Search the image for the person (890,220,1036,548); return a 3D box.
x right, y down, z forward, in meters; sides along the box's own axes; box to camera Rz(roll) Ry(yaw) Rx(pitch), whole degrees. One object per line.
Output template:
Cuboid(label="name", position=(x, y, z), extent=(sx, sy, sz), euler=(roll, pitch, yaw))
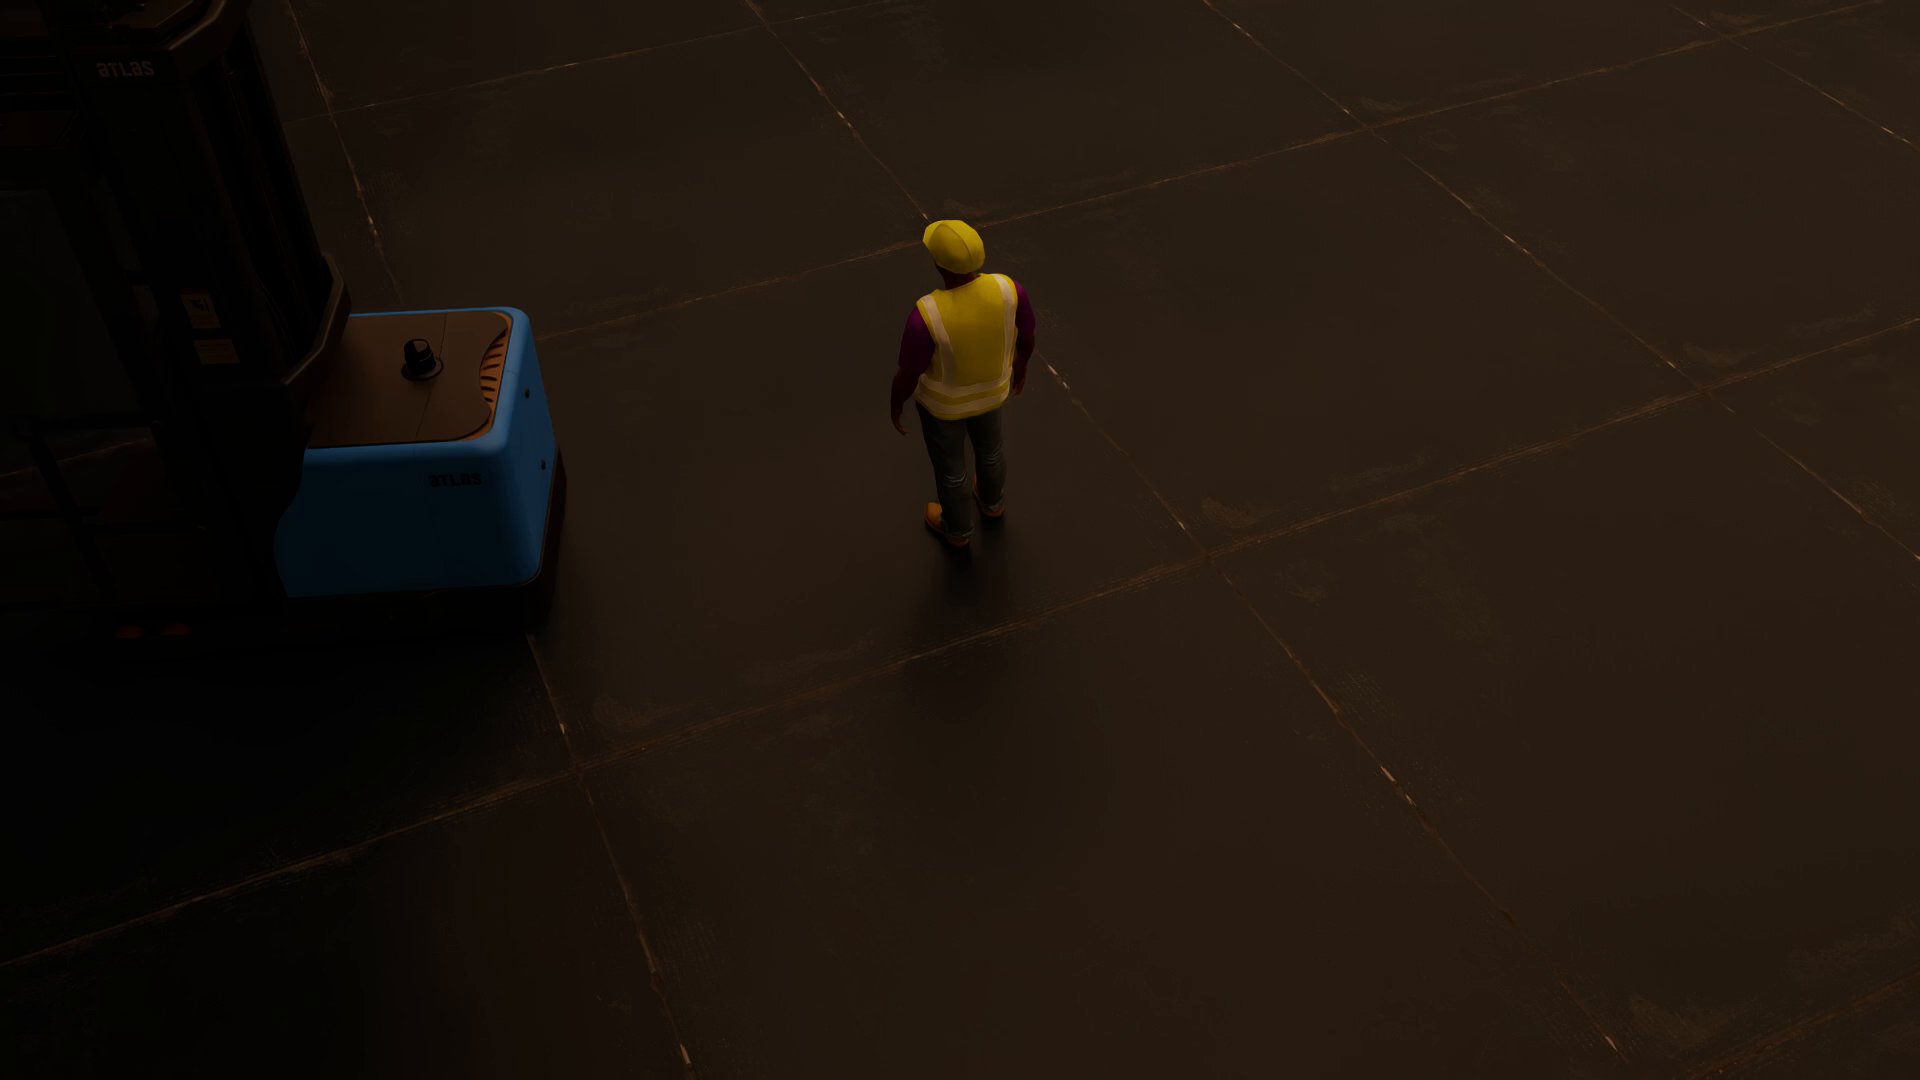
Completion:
Cuboid(label="person", position=(-0.024, -0.695, 7.269), extent=(0.666, 1.765, 0.577), euler=(-18, 46, -18))

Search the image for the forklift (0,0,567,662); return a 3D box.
Cuboid(label="forklift", position=(-3.368, -0.917, 6.663), extent=(3.031, 2.935, 1.130), euler=(-3, 43, -4))
